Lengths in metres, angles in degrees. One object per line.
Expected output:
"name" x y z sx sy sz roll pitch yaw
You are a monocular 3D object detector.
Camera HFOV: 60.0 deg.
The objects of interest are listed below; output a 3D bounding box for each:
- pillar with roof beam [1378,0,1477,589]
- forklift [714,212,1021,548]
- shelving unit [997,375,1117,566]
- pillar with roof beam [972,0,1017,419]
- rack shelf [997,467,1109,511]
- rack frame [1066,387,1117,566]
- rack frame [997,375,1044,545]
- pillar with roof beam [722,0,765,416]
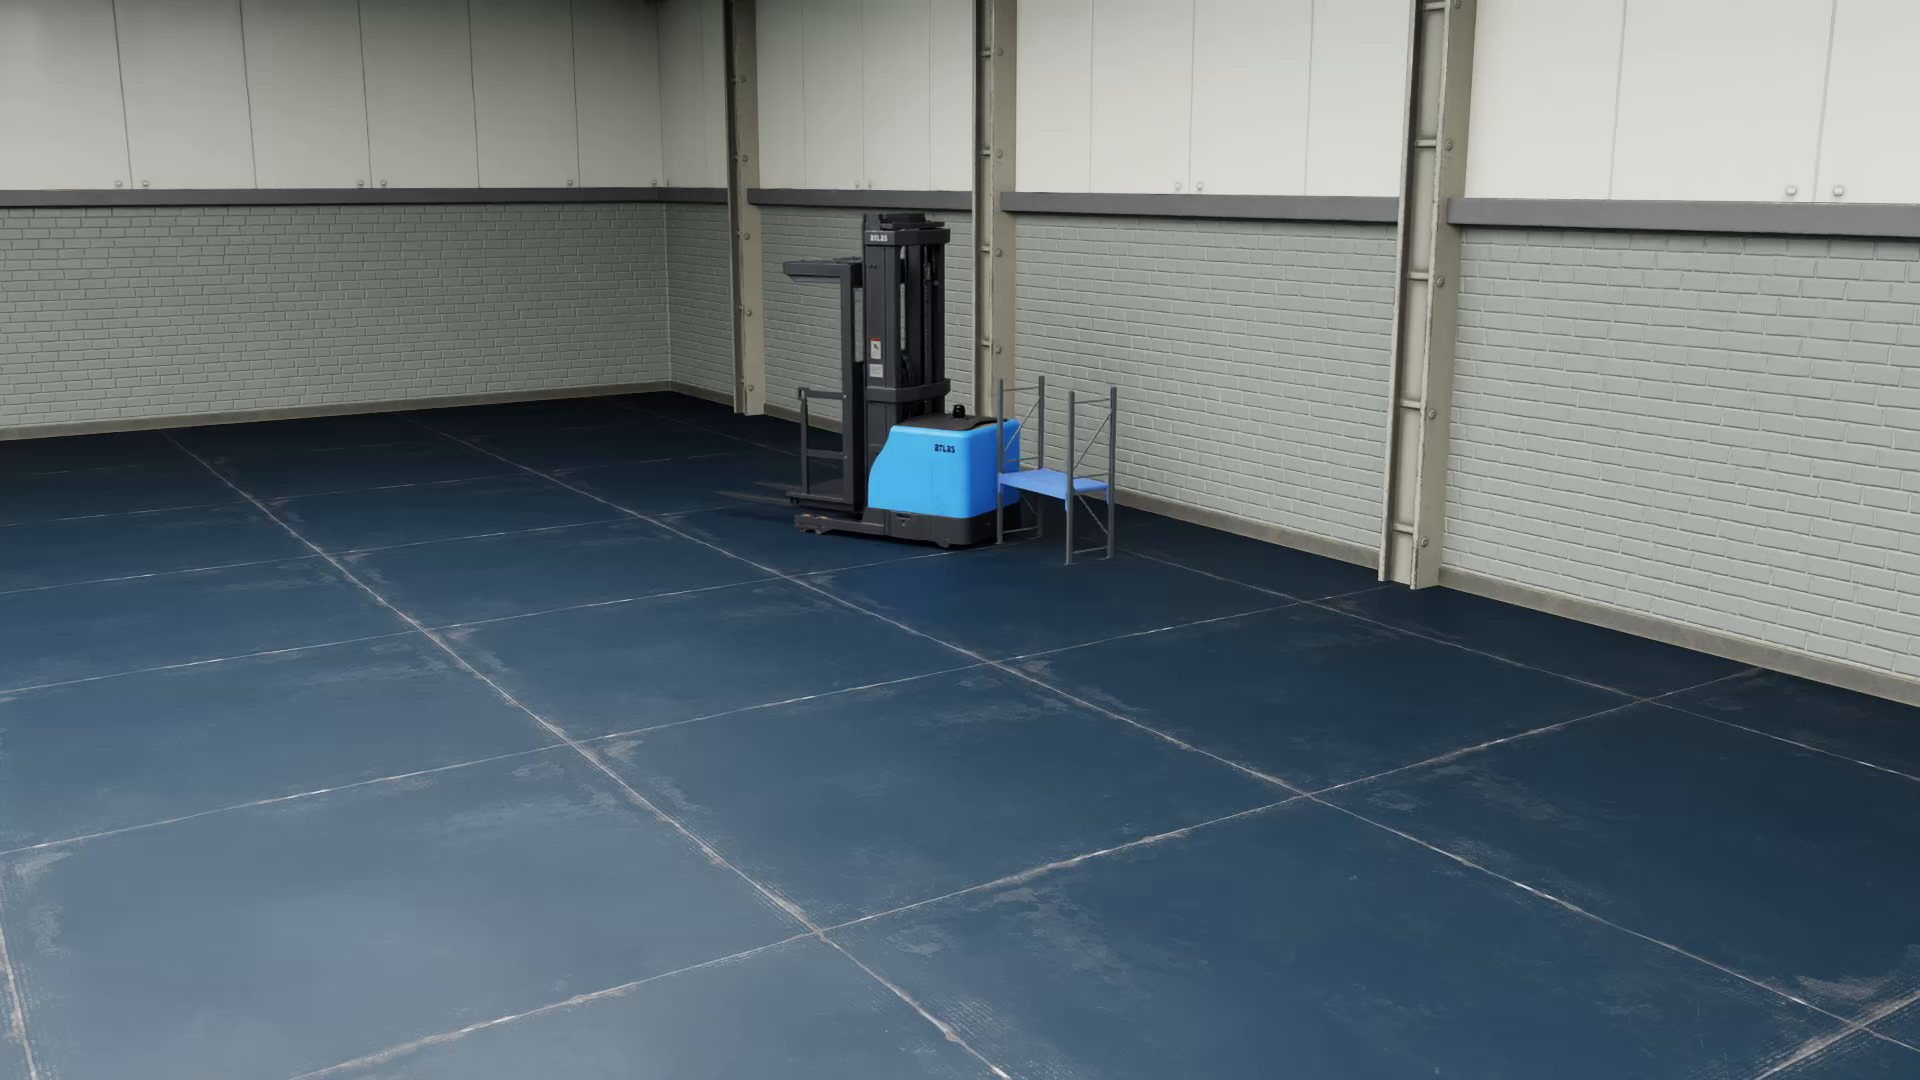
"pillar with roof beam" 0.105 -3.540 10.374 9.100 9.000 0.400 -8 15 -33
"forklift" -0.956 -1.574 15.587 3.031 2.935 1.130 8 14 31
"shelving unit" 0.835 -0.633 14.636 0.538 1.500 1.048 -8 15 -34
"pillar with roof beam" -3.219 -4.607 15.254 9.100 9.000 0.400 -8 15 -33
"rack shelf" 0.835 -0.458 14.675 0.538 0.185 1.000 -8 15 -34
"rack frame" 1.123 -0.544 14.227 0.500 1.500 0.032 -8 15 -34
"rack frame" 0.547 -0.723 15.045 0.500 1.500 0.032 -8 15 -34
"pillar with roof beam" -6.543 -5.674 20.133 9.100 9.000 0.400 -8 15 -33
